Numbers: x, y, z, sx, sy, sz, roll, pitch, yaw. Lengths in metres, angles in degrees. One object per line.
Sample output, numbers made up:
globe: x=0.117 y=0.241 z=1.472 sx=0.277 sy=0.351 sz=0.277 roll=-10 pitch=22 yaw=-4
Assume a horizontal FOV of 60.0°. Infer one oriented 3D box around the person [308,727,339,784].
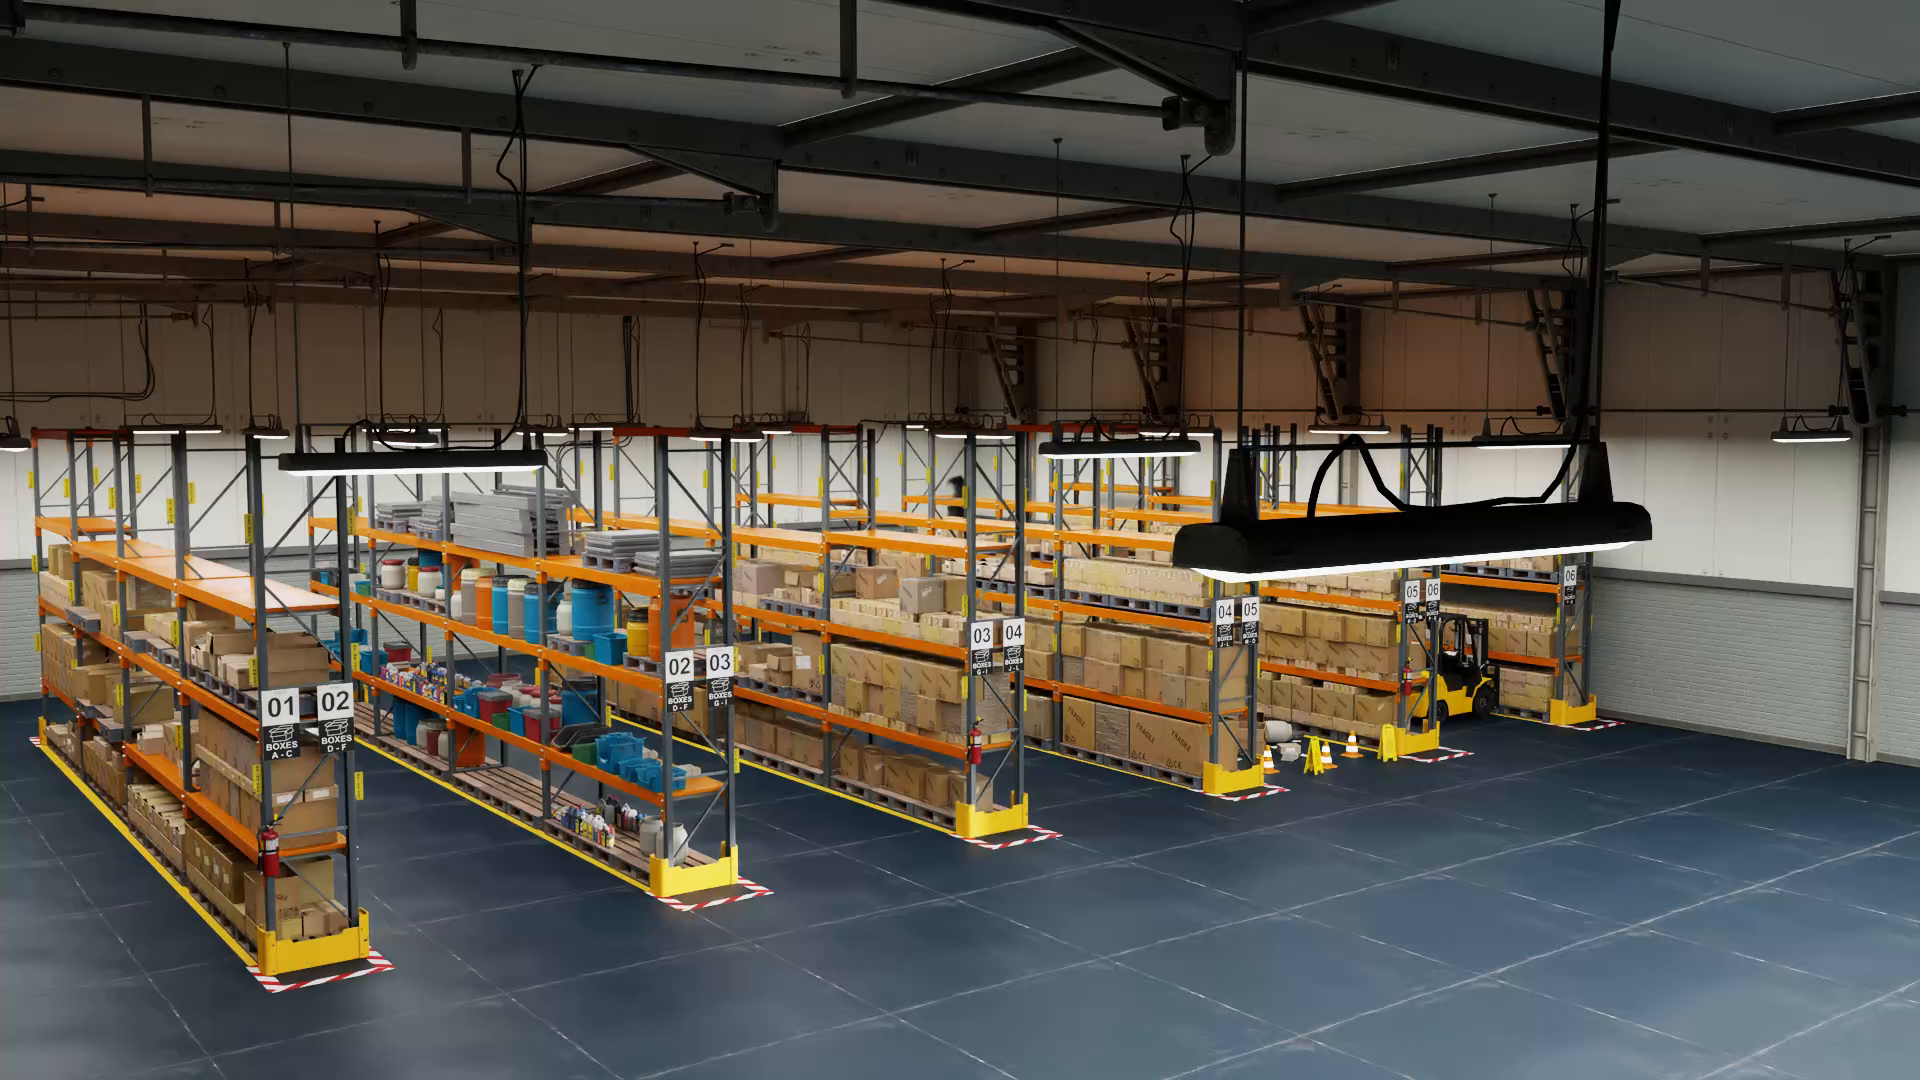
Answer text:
person: x=-10.129 y=3.459 z=26.120 sx=0.741 sy=1.568 sz=0.607 roll=3 pitch=5 yaw=30
